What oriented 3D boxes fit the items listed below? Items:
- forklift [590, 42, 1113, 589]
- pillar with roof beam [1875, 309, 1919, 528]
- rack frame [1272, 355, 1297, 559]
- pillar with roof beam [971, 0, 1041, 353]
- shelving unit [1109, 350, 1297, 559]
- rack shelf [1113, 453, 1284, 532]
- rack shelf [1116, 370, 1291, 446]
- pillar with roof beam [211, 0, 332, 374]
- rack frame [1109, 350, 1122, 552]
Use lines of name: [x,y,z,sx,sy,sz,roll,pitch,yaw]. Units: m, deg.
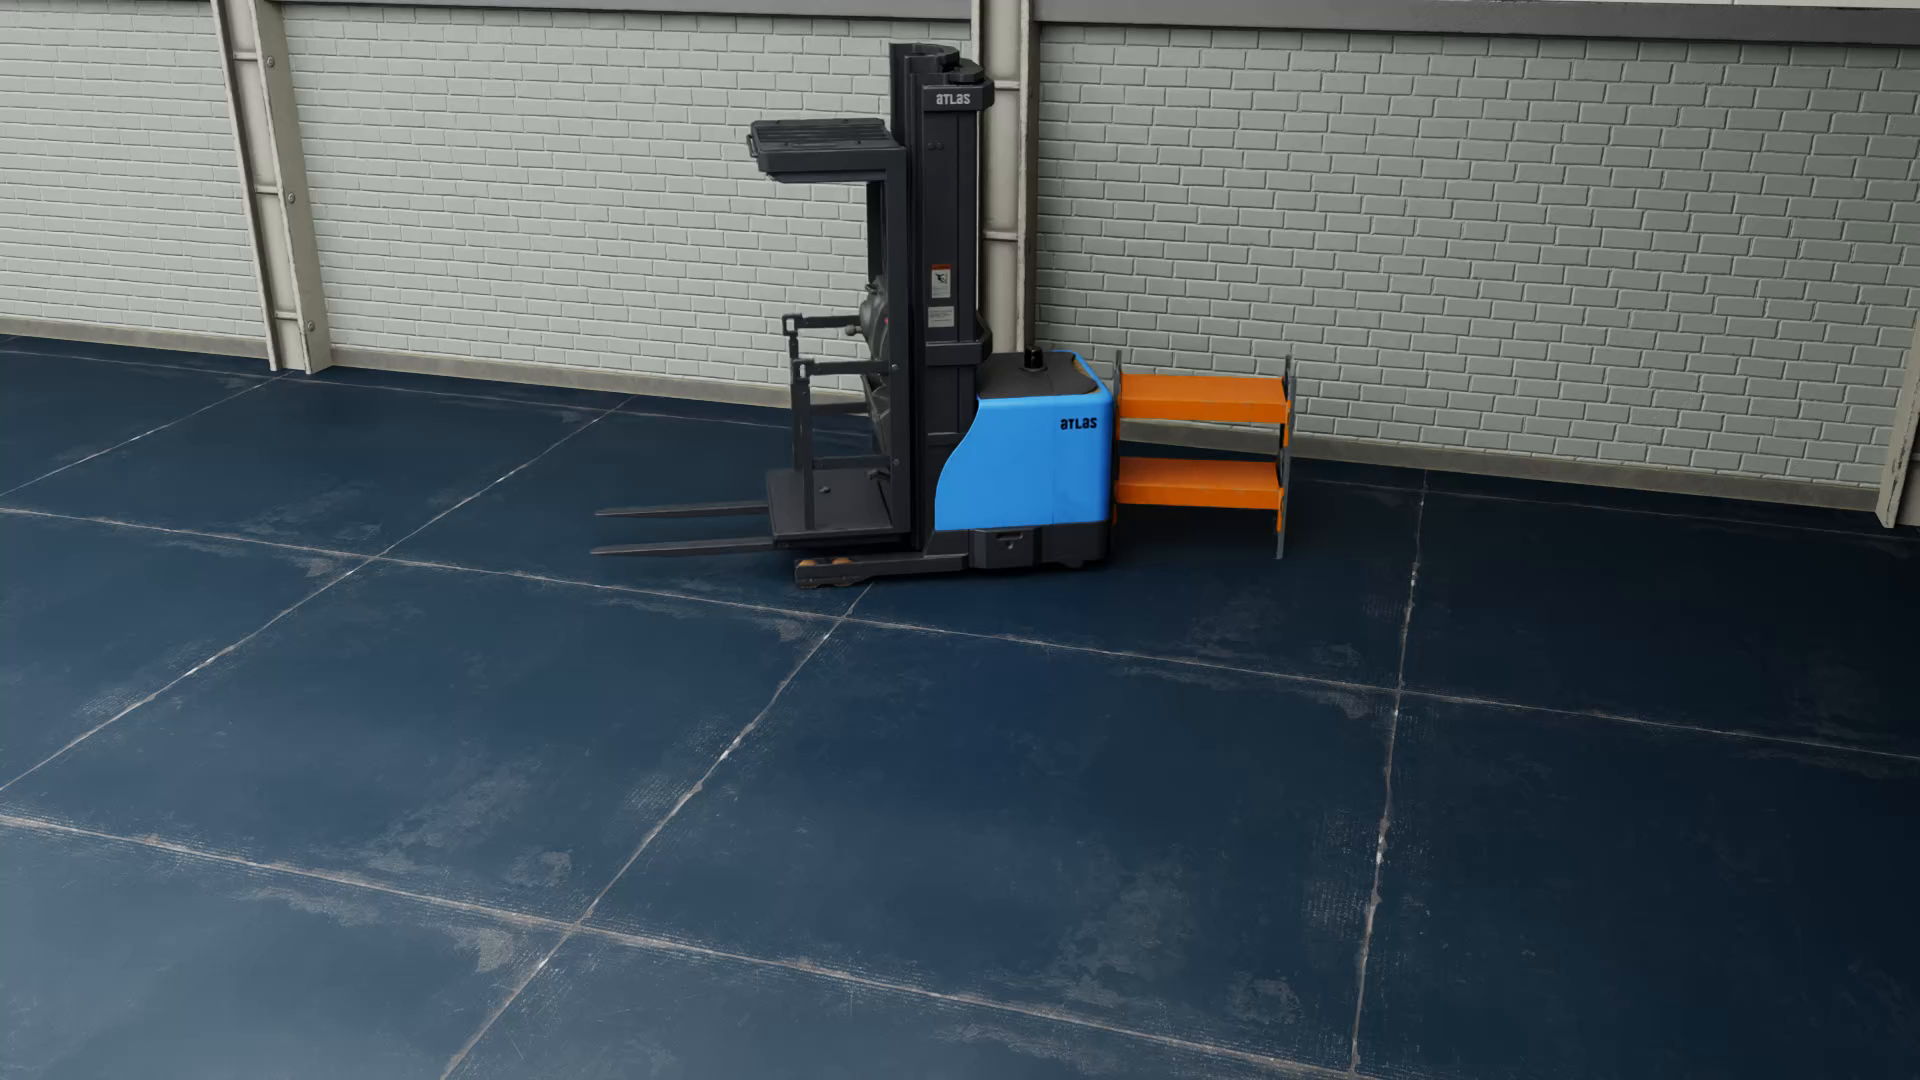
forklift: [-0.670,-1.286,9.544,3.031,2.935,1.130,-3,23,-8]
pillar with roof beam: [4.807,-2.714,5.029,0.400,9.000,9.100,7,23,16]
rack frame: [1.951,-0.500,10.008,0.032,1.125,0.500,2,22,6]
pillar with roof beam: [-0.937,-3.372,6.632,0.400,9.000,9.100,7,23,16]
shelving unit: [1.446,-0.522,10.060,1.048,1.125,0.538,2,22,6]
rack shelf: [1.446,-0.296,10.153,1.000,0.278,0.538,2,22,6]
rack shelf: [1.446,-0.793,9.949,1.000,0.278,0.538,2,22,6]
pillar with roof beam: [-6.681,-4.029,8.236,0.400,9.000,9.100,7,23,16]
rack frame: [0.941,-0.543,10.112,0.032,1.125,0.500,2,22,6]
